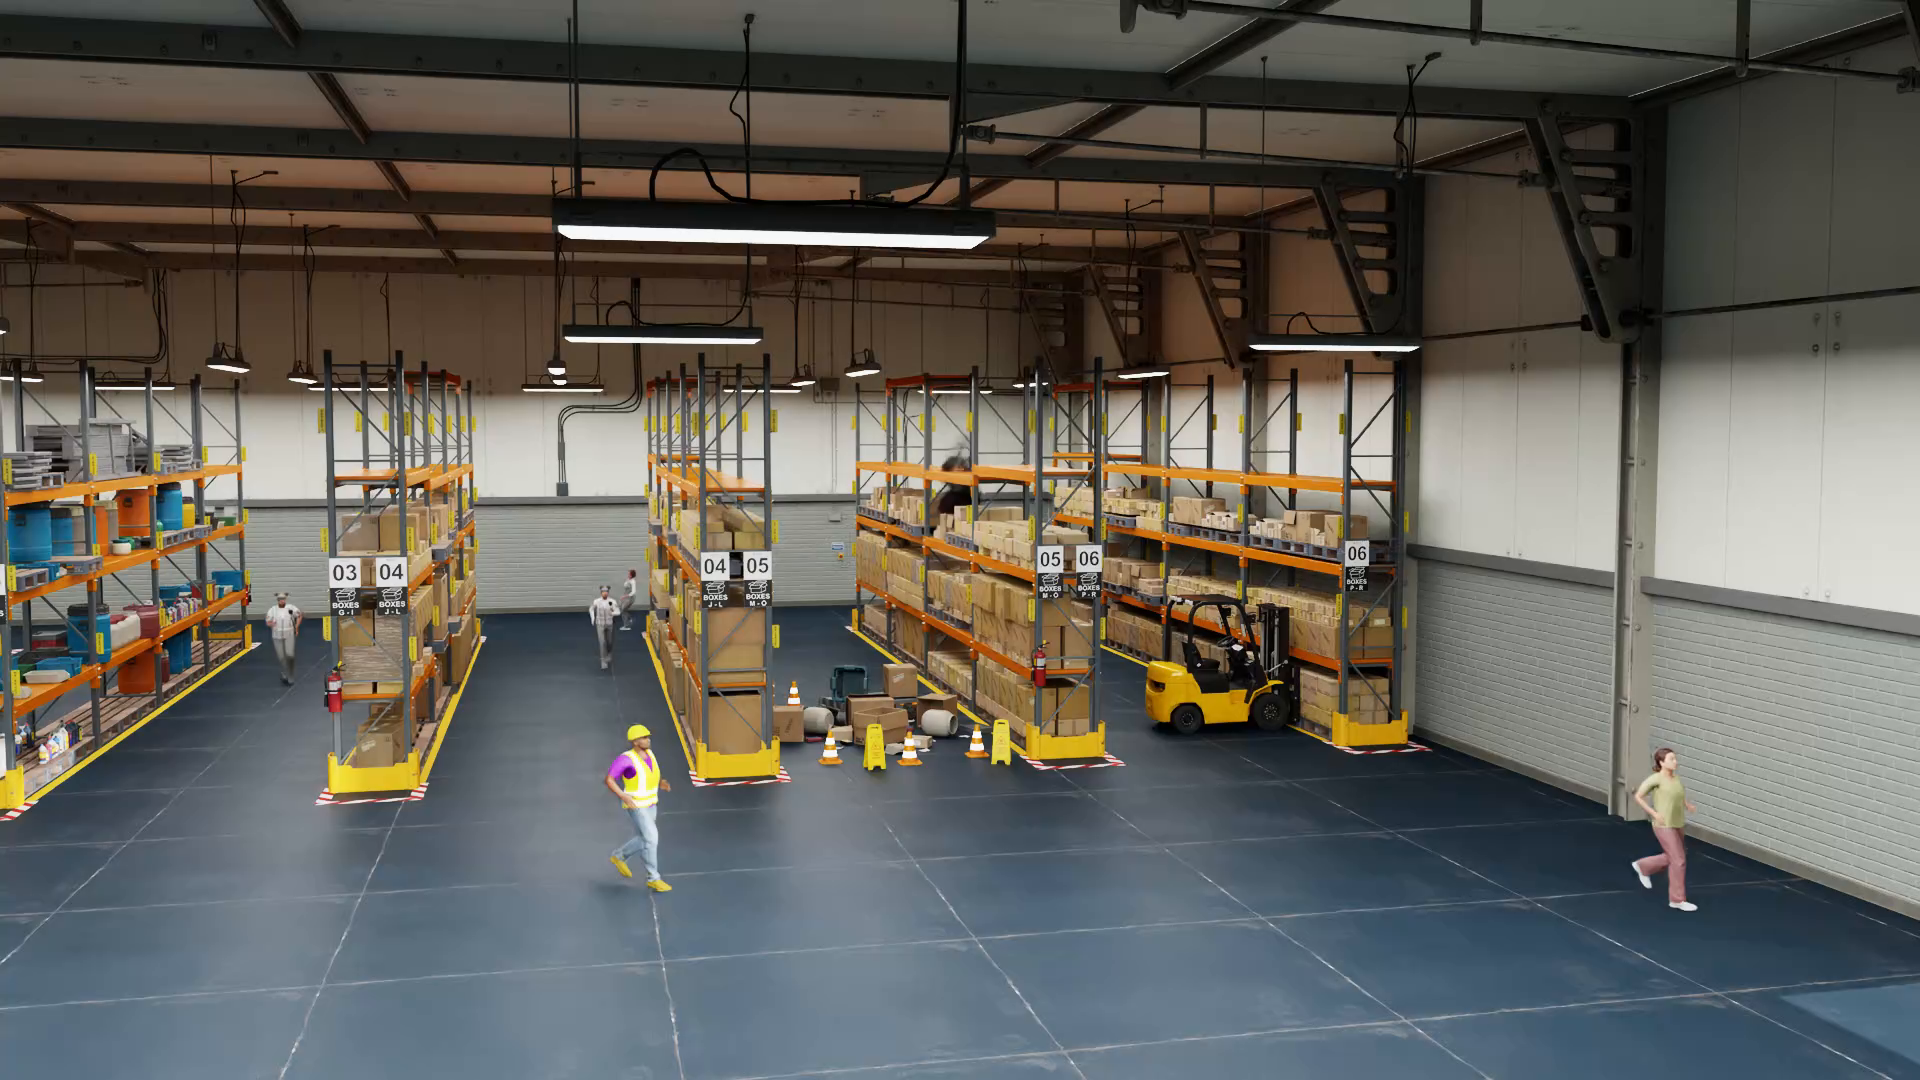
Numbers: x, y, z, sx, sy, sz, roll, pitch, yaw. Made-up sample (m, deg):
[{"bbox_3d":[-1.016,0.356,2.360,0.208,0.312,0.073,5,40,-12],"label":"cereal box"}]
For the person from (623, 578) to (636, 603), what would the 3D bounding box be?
[{"bbox_3d":[-8.004,1.209,40.170,0.288,0.584,0.581,-1,4,-20],"label":"person"}]

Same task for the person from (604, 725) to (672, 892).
[{"bbox_3d":[-3.470,2.870,17.943,0.826,1.770,0.701,2,4,21],"label":"person"}]

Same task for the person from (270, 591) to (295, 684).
[{"bbox_3d":[-13.096,1.897,32.184,0.452,1.839,0.667,-1,4,-16],"label":"person"}]

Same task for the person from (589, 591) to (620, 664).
[{"bbox_3d":[-7.314,1.744,34.275,0.612,1.554,0.773,-1,4,-16],"label":"person"}]

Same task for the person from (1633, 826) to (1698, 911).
[{"bbox_3d":[7.344,3.310,17.348,0.356,0.967,0.820,-2,5,-30],"label":"person"}]
